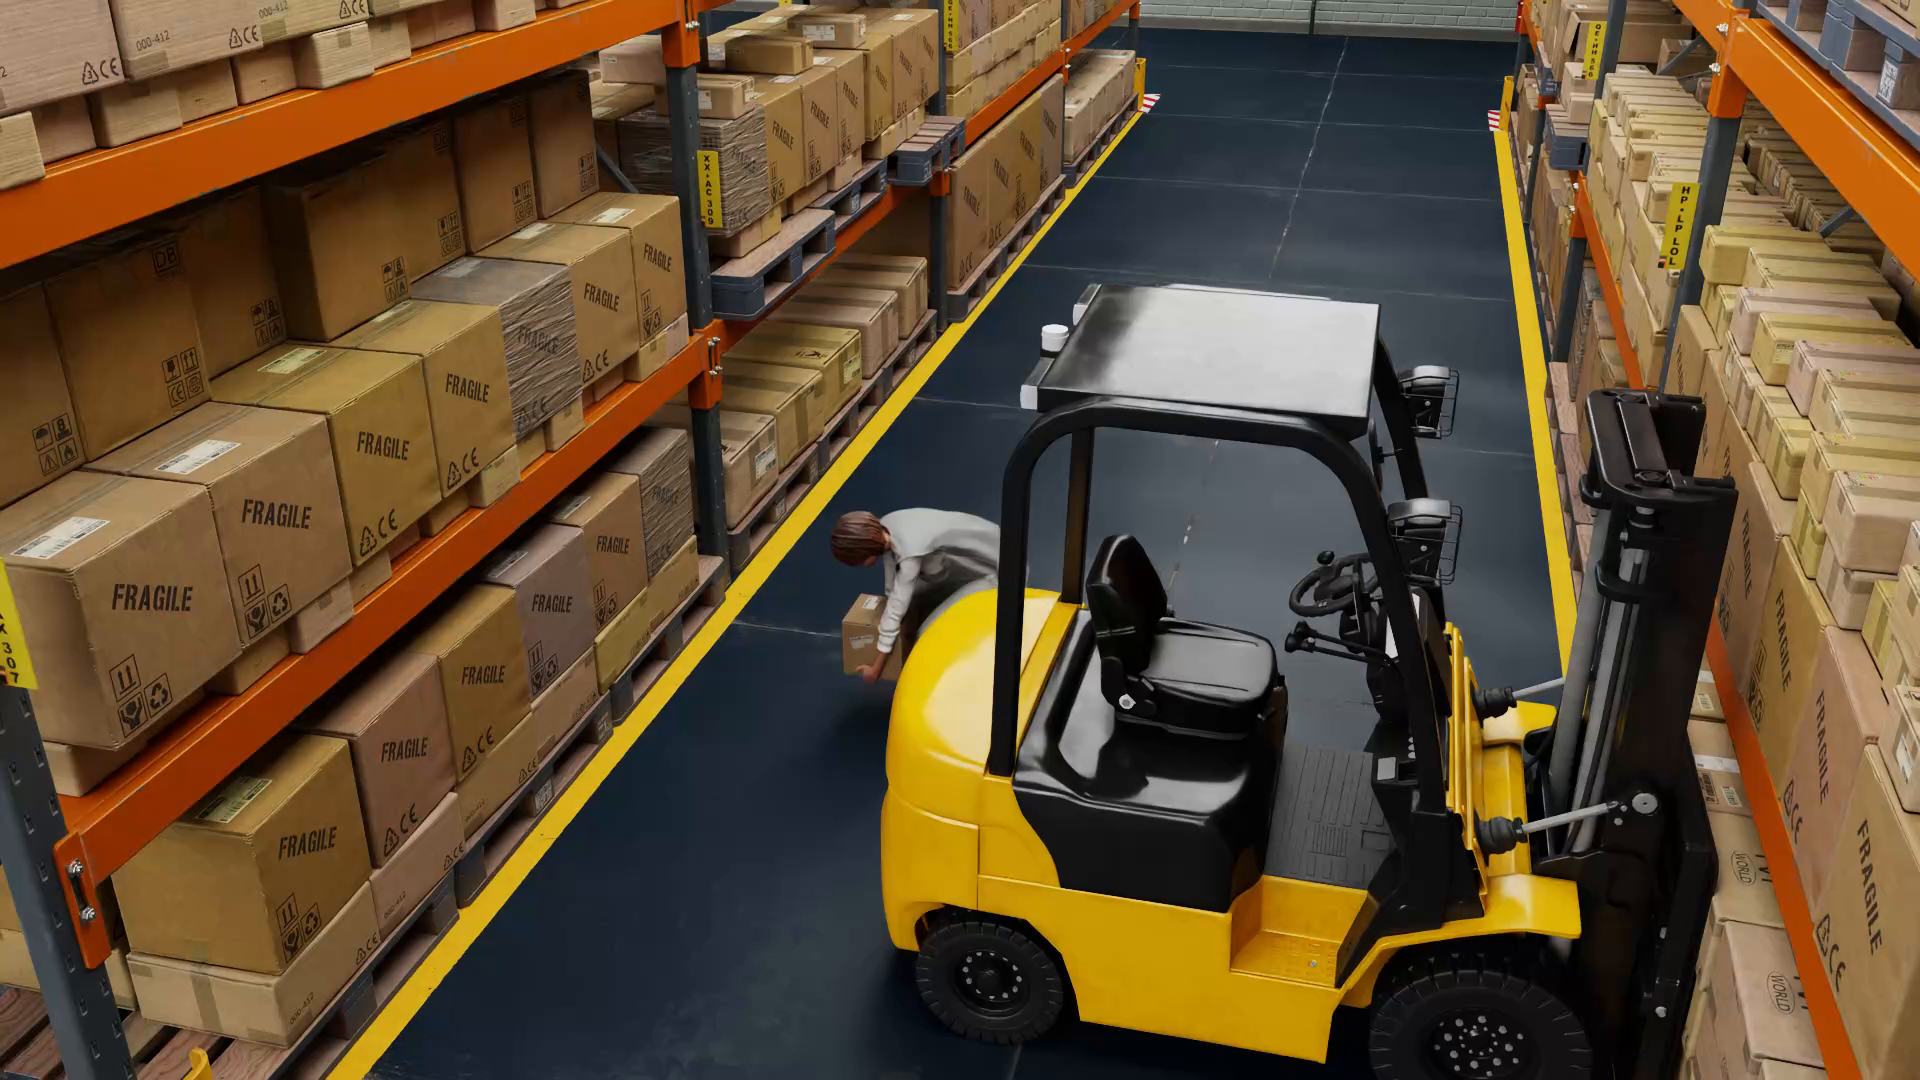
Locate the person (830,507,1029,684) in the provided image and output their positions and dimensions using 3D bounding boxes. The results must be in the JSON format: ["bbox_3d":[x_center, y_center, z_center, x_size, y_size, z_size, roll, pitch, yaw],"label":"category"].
[{"bbox_3d":[-0.124,0.258,6.872,0.837,0.919,0.432,-7,27,-15],"label":"person"}]
